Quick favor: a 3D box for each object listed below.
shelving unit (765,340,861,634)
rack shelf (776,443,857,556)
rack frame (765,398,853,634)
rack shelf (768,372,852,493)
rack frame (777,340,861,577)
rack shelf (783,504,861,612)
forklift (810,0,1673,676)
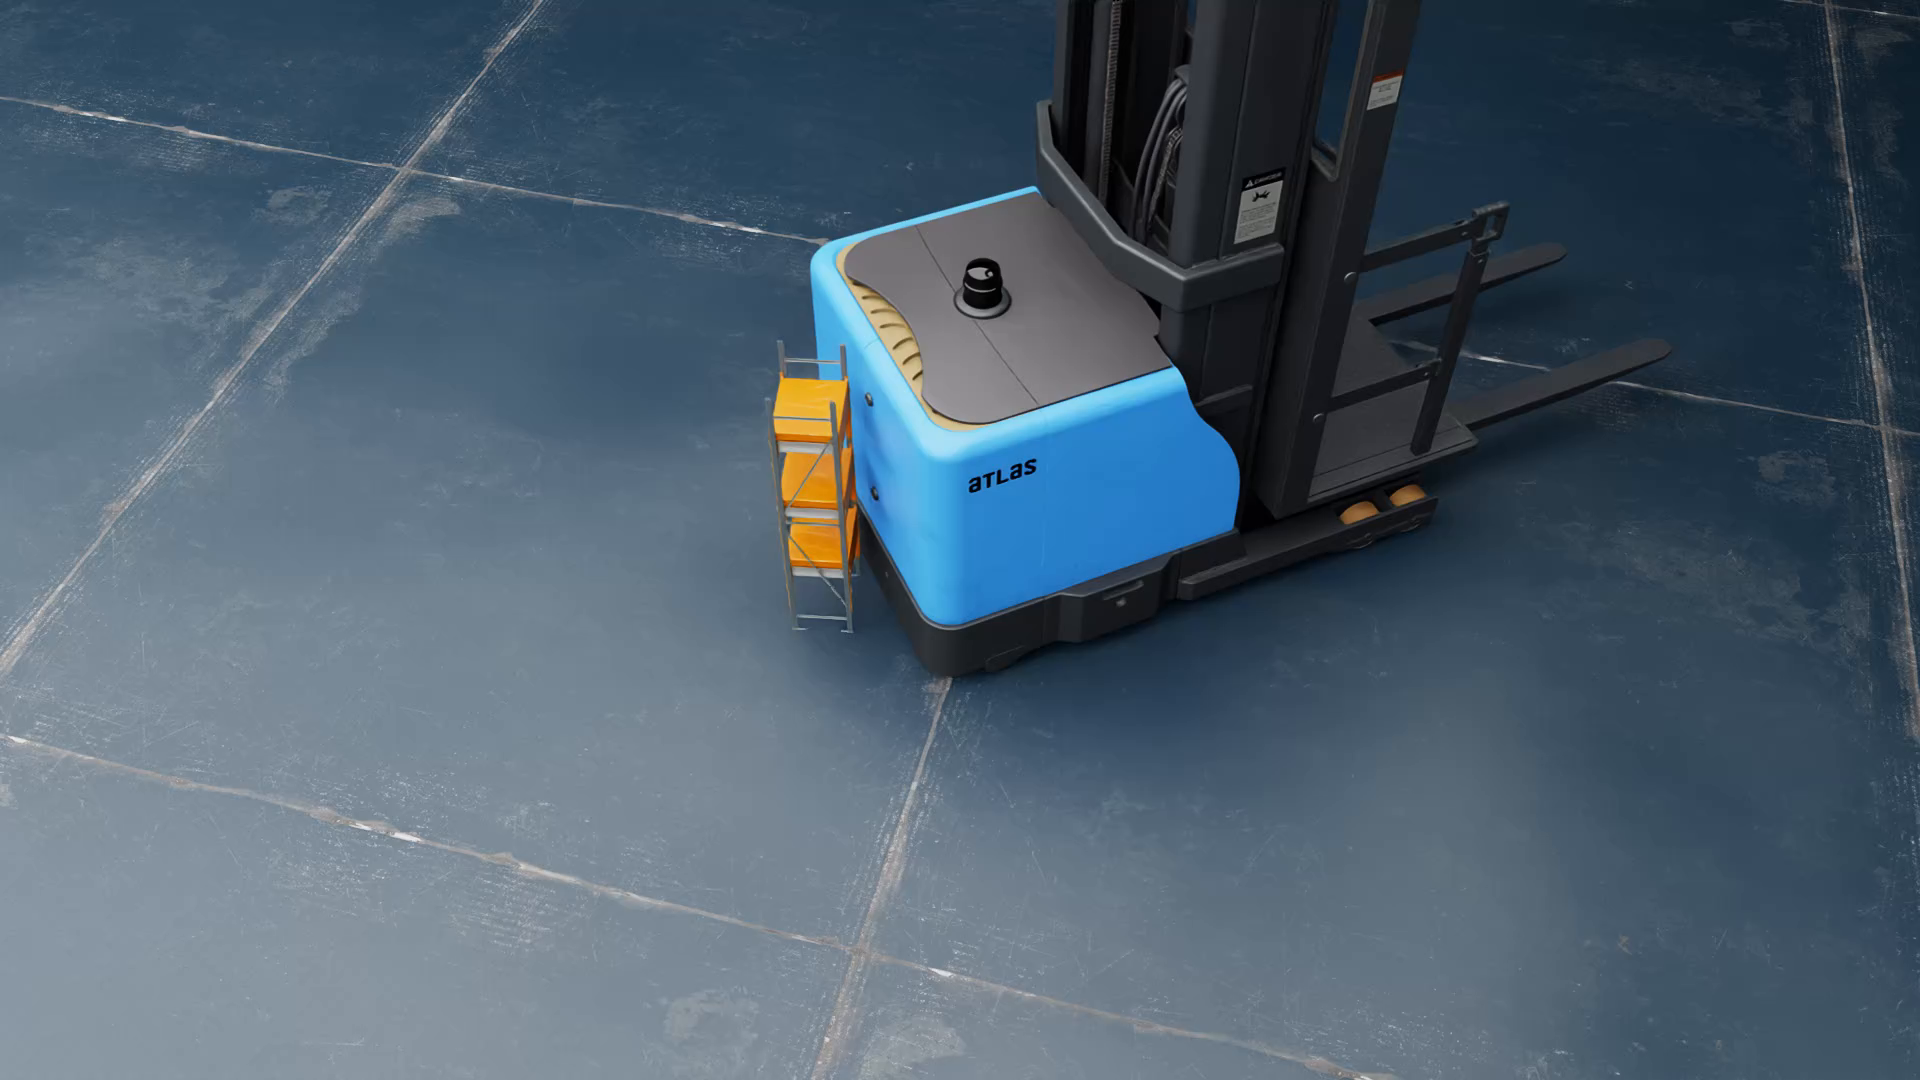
[{"bbox_3d":[-0.443,-0.138,5.172,0.215,1.050,0.252,3,49,3],"label":"shelving unit"},{"bbox_3d":[-0.443,-0.131,5.180,0.215,0.259,0.240,3,49,3],"label":"rack shelf"},{"bbox_3d":[-0.452,-0.047,5.091,0.200,1.050,0.008,3,49,3],"label":"rack frame"},{"bbox_3d":[-0.443,-0.319,4.967,0.215,0.259,0.240,3,49,3],"label":"rack shelf"},{"bbox_3d":[-0.435,-0.230,5.252,0.200,1.050,0.008,3,49,3],"label":"rack frame"},{"bbox_3d":[-0.443,0.053,5.388,0.215,0.259,0.240,3,49,3],"label":"rack shelf"},{"bbox_3d":[1.086,-1.285,4.929,3.031,2.935,1.130,-18,51,-16],"label":"forklift"}]
